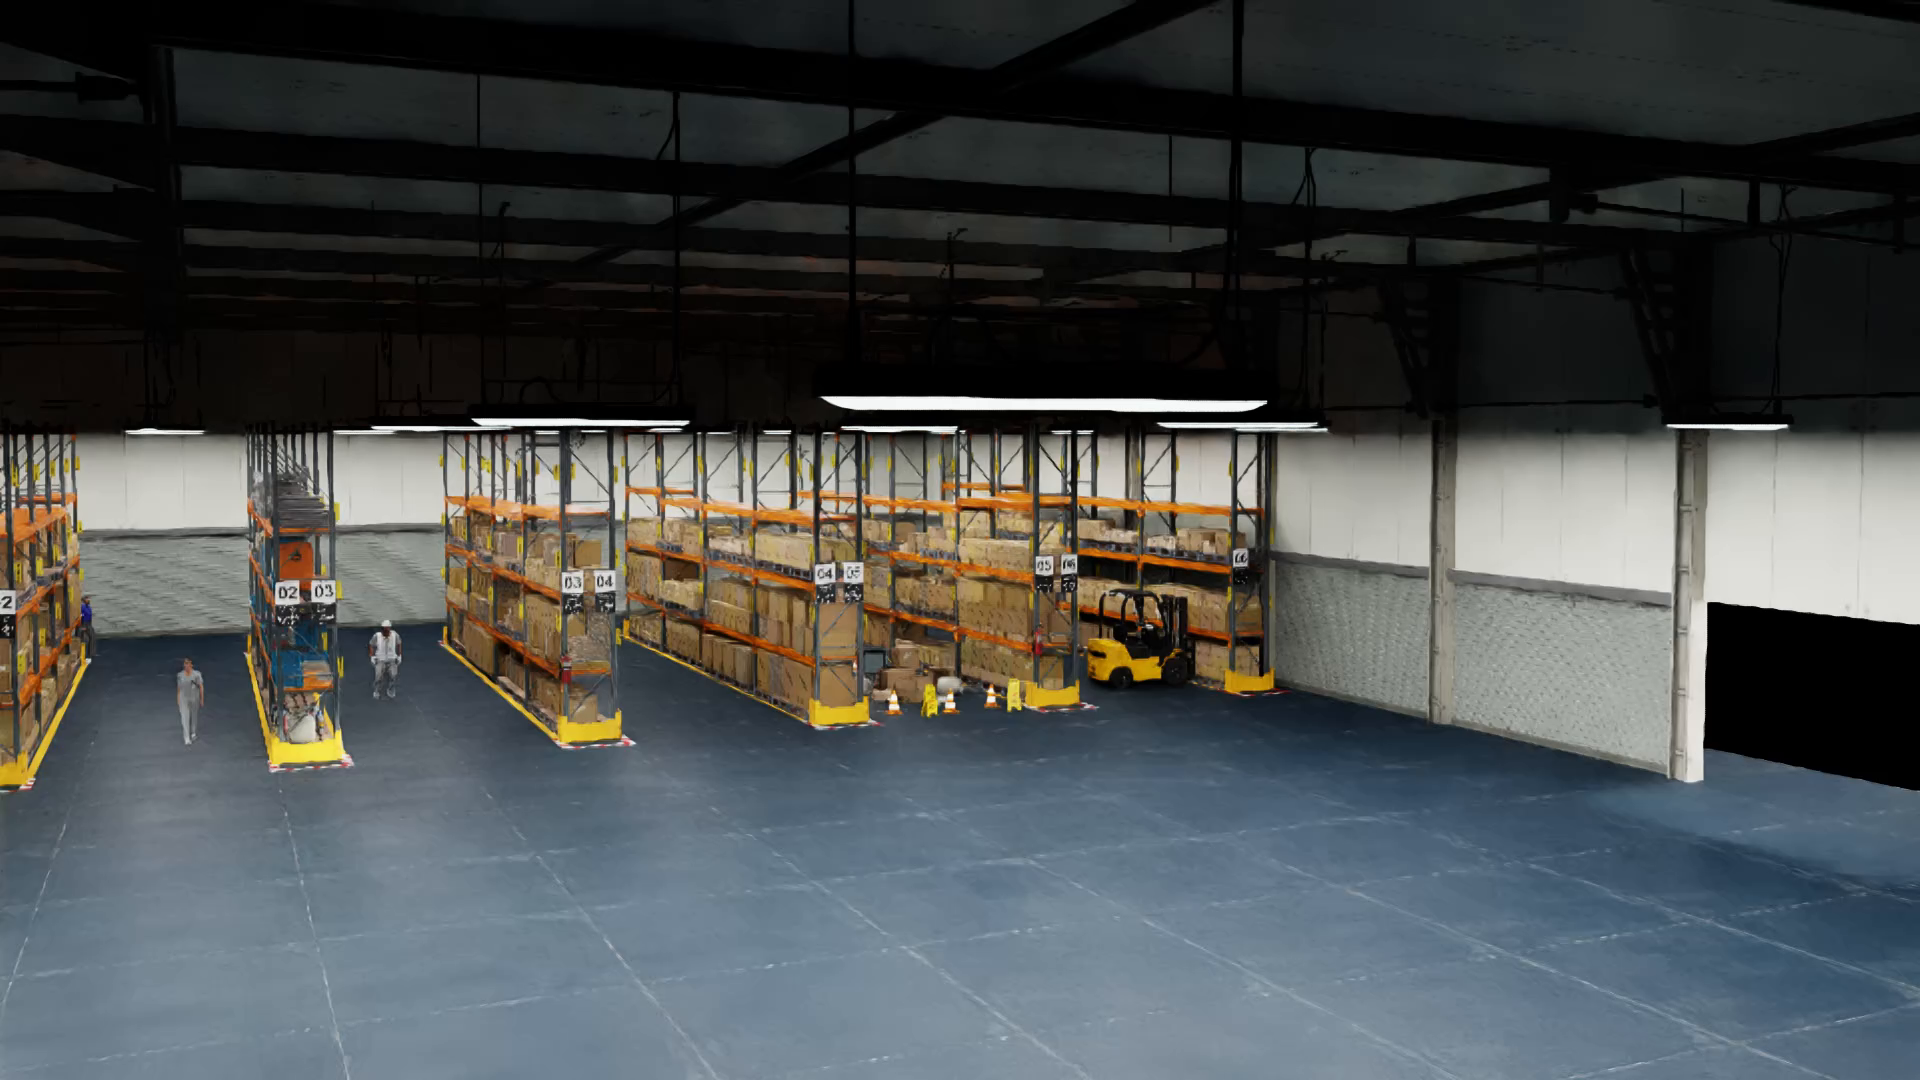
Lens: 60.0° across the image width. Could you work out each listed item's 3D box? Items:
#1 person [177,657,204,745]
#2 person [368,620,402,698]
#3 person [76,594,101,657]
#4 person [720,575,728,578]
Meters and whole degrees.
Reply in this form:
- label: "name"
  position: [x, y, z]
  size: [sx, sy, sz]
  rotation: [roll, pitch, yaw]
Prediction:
- label: "person"
  position: [-14.339, 2.973, 30.993]
  size: [0.455, 1.612, 1.019]
  rotation: [-2, 4, -26]
- label: "person"
  position: [-12.525, 2.597, 36.259]
  size: [0.702, 1.735, 0.549]
  rotation: [-2, 4, -26]
- label: "person"
  position: [-22.606, 2.216, 42.960]
  size: [0.517, 1.648, 0.538]
  rotation: [1, 4, 16]
- label: "person"
  position: [-6.761, 1.865, 47.523]
  size: [0.591, 1.745, 0.650]
  rotation: [0, 4, -3]
